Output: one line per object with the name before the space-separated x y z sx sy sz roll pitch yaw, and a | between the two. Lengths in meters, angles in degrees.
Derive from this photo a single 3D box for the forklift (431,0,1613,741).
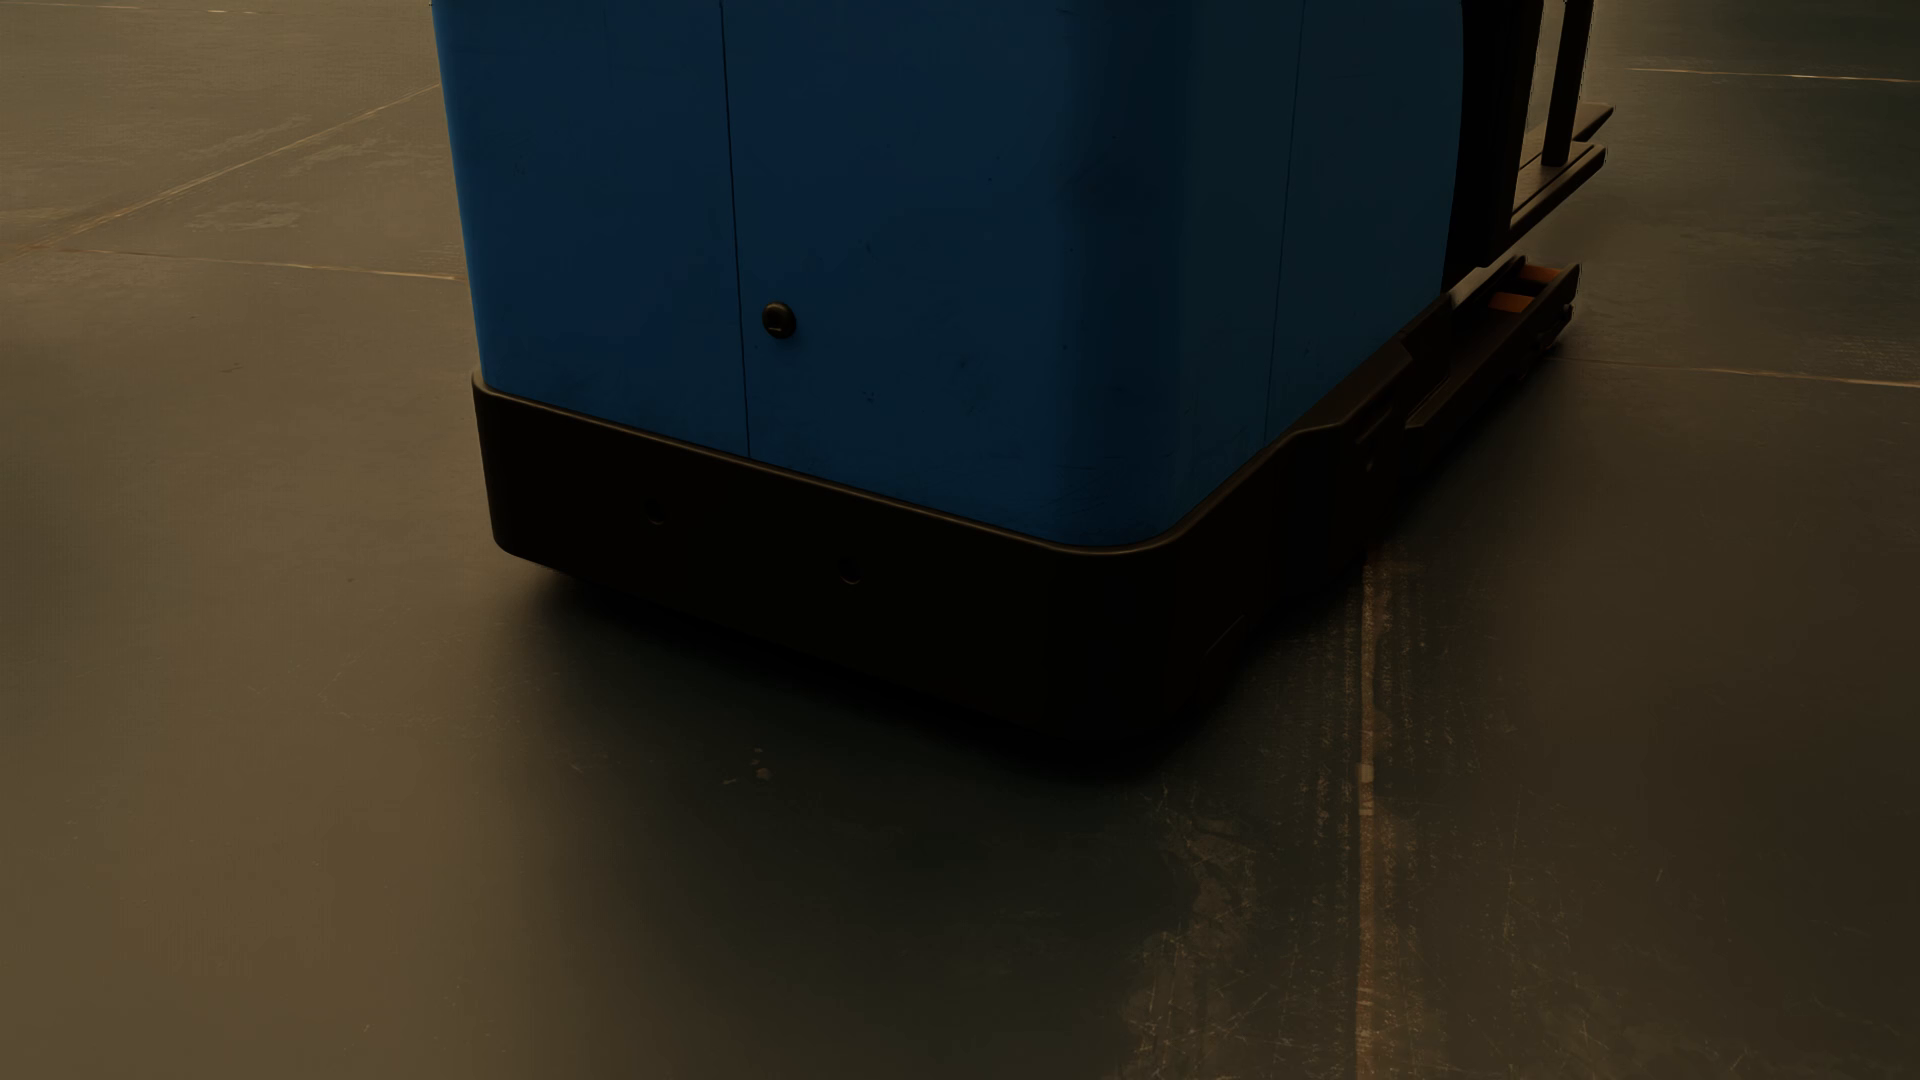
forklift | 0.543 -1.701 2.617 1.130 2.935 3.031 16 31 28
